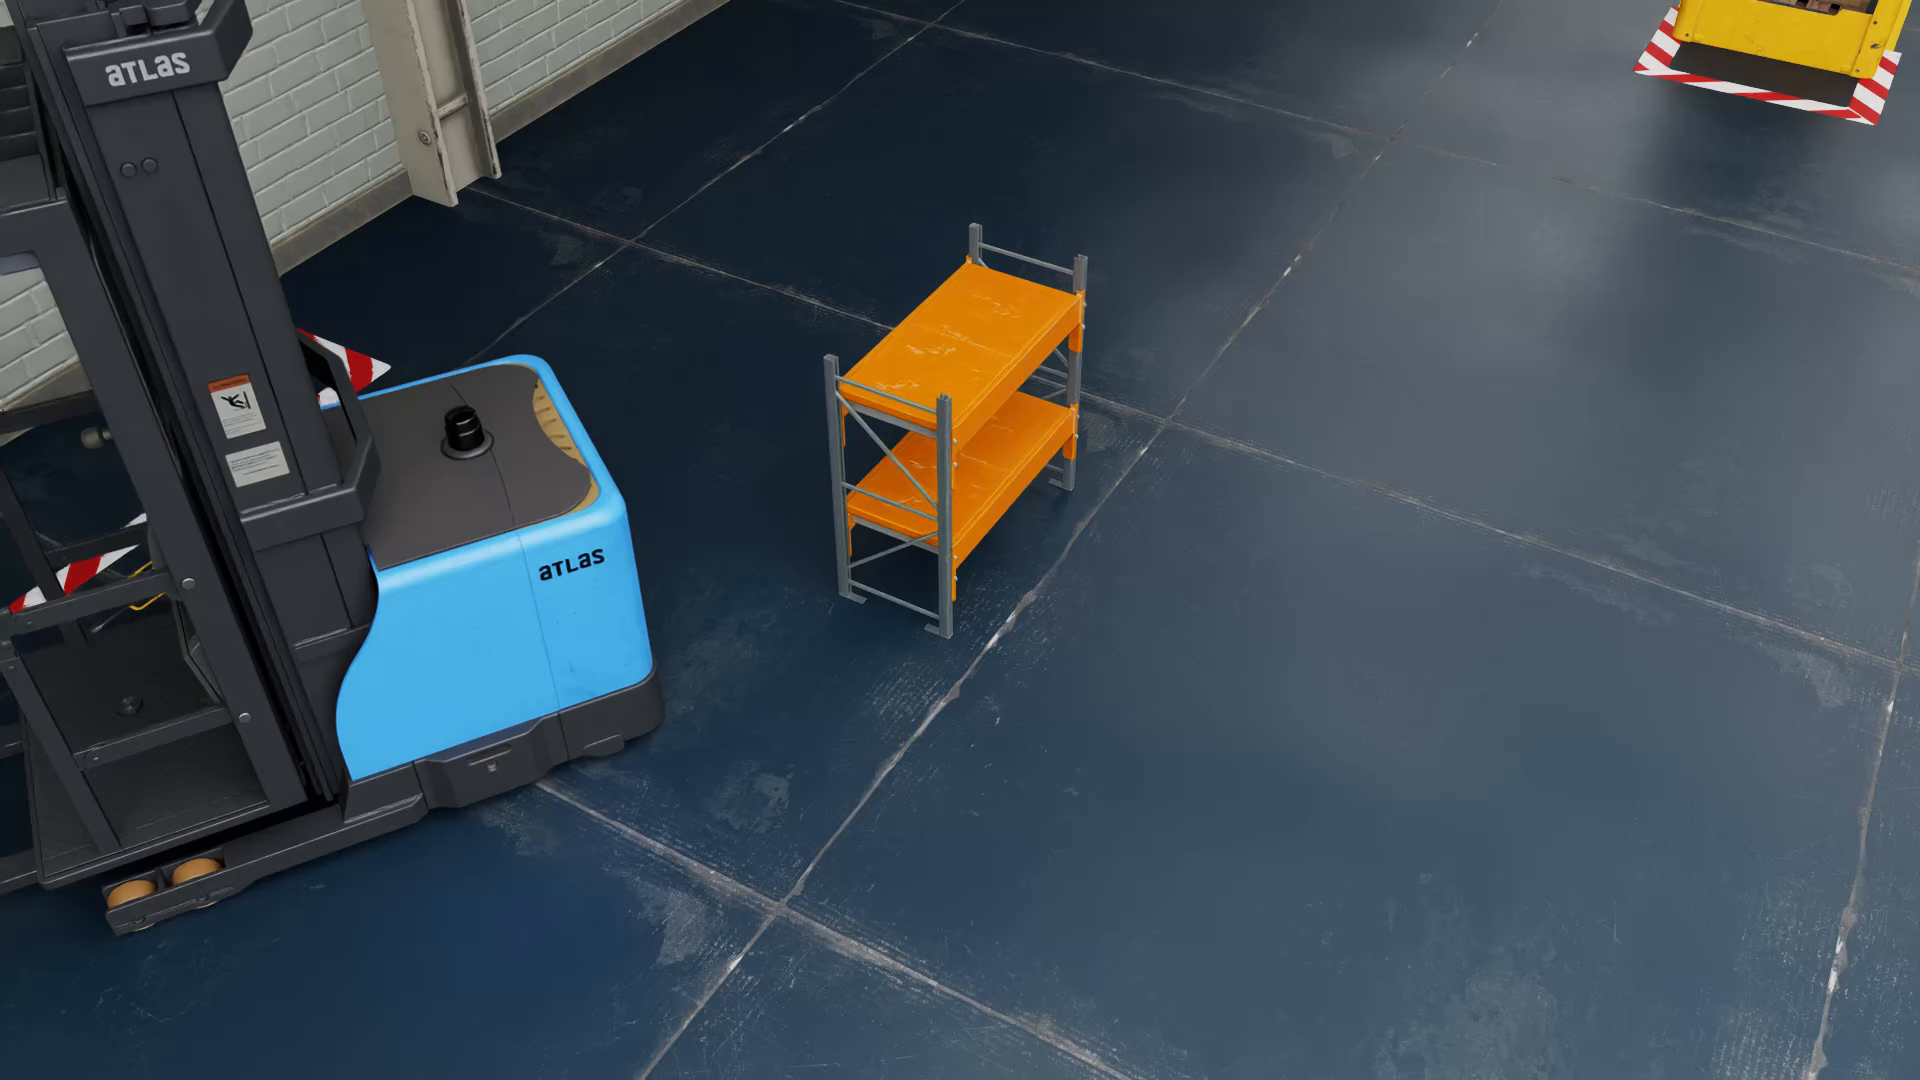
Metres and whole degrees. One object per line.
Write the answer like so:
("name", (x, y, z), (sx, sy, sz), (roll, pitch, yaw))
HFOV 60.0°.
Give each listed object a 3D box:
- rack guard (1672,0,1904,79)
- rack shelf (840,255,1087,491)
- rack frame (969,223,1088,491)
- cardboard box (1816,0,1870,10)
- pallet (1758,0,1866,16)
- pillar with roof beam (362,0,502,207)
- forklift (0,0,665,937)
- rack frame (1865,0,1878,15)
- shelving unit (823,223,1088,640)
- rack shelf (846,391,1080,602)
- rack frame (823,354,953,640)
("rack guard", (4.976, -3.196, 10.001), (1.175, 0.500, 0.348), (21, 45, 22))
("rack shelf", (0.003, -0.646, 6.189), (0.538, 0.278, 1.000), (21, 45, 22))
("rack frame", (0.258, -0.717, 6.713), (0.500, 1.125, 0.032), (21, 45, 22))
("cardboard box", (5.449, -3.506, 10.225), (0.500, 0.250, 0.500), (21, 45, 22))
("pallet", (5.334, -3.552, 10.624), (1.003, 0.211, 1.213), (21, 45, 22))
("pillar with roof beam", (1.023, -3.865, 4.330), (9.100, 9.000, 0.400), (21, 45, 22))
("forklift", (-2.605, -0.250, 4.816), (3.031, 2.935, 1.130), (-19, 45, -20))
("rack frame", (4.988, -4.147, 9.190), (1.000, 3.000, 0.127), (21, 45, 22))
("shelving unit", (0.003, -0.426, 6.383), (0.538, 1.125, 1.048), (21, 45, 22))
("rack shelf", (0.003, -0.243, 6.544), (0.538, 0.278, 1.000), (21, 45, 22))
("rack frame", (-0.251, -0.135, 6.052), (0.500, 1.125, 0.032), (21, 45, 22))
